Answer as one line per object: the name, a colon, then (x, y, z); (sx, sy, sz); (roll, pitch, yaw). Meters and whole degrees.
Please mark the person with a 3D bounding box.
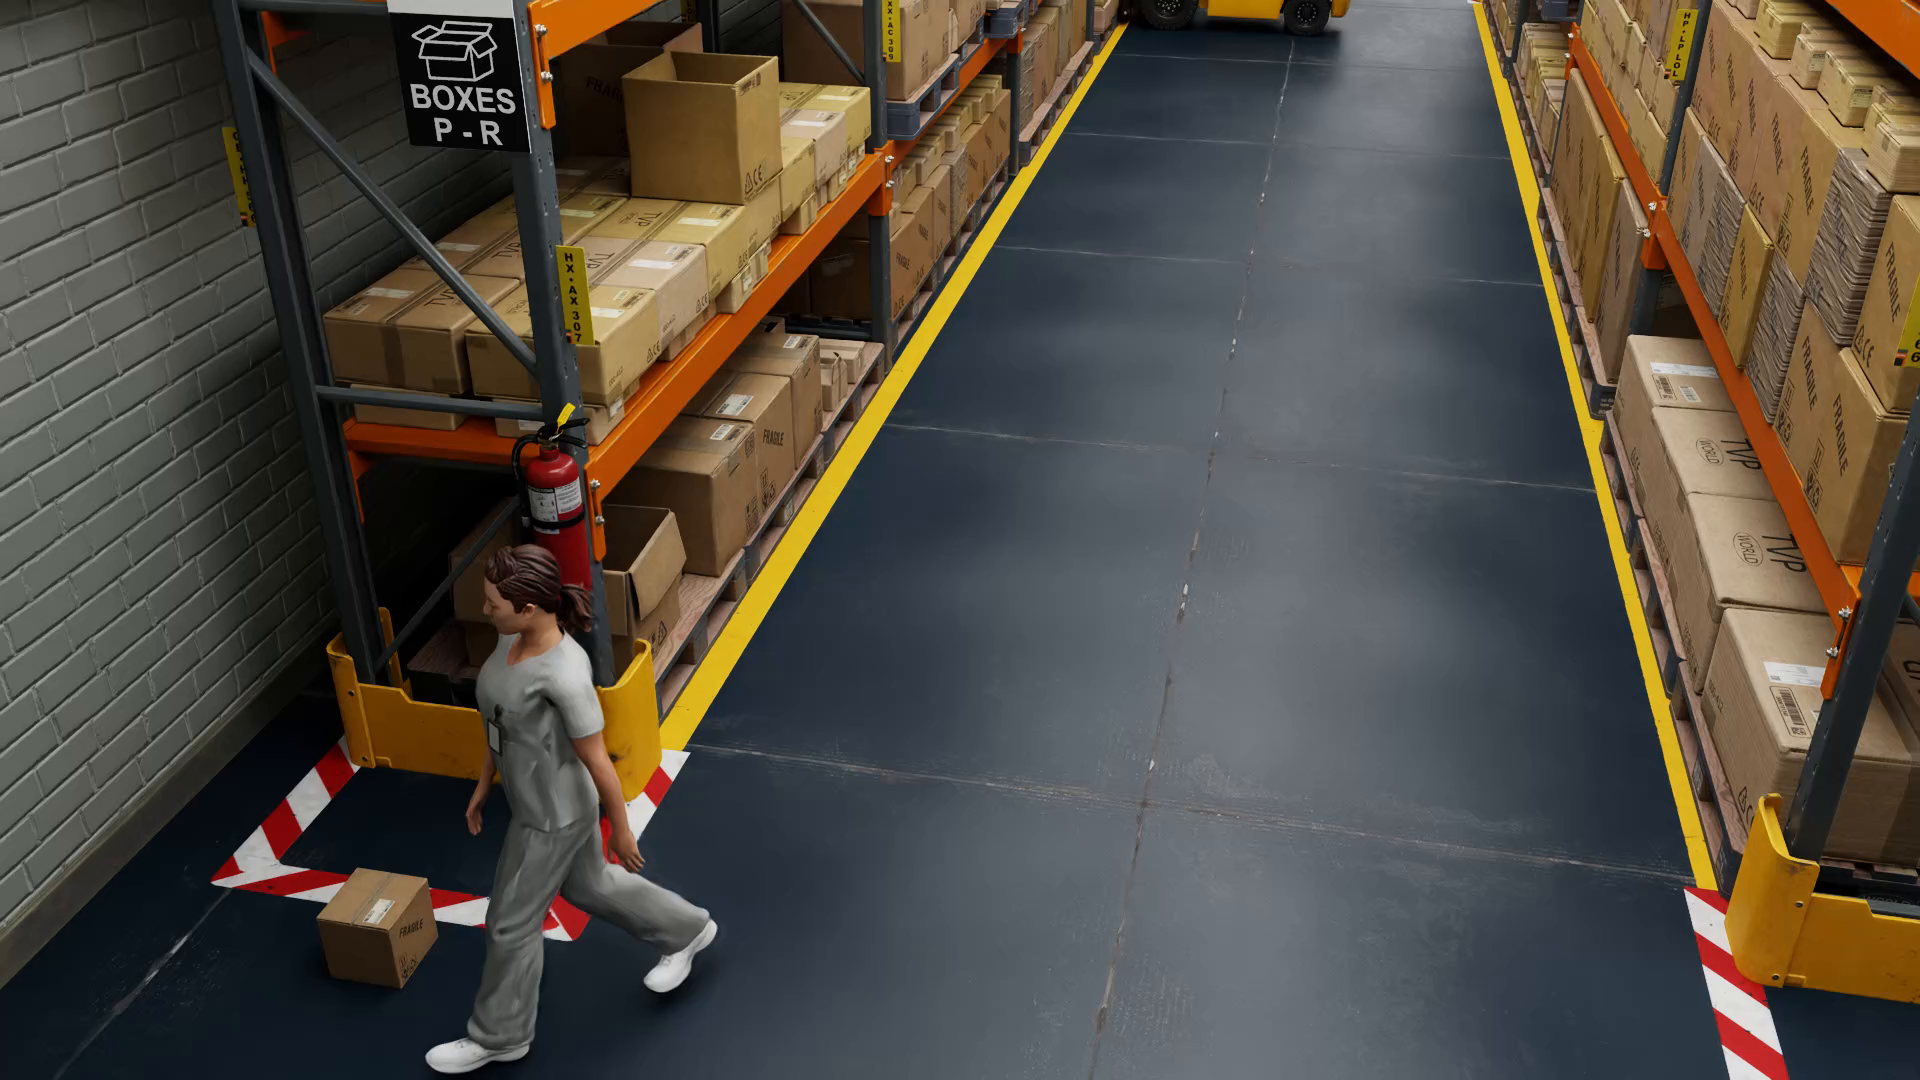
person: (-1.180, 0.756, 4.776); (0.940, 1.634, 0.506); (-13, 31, -22)
